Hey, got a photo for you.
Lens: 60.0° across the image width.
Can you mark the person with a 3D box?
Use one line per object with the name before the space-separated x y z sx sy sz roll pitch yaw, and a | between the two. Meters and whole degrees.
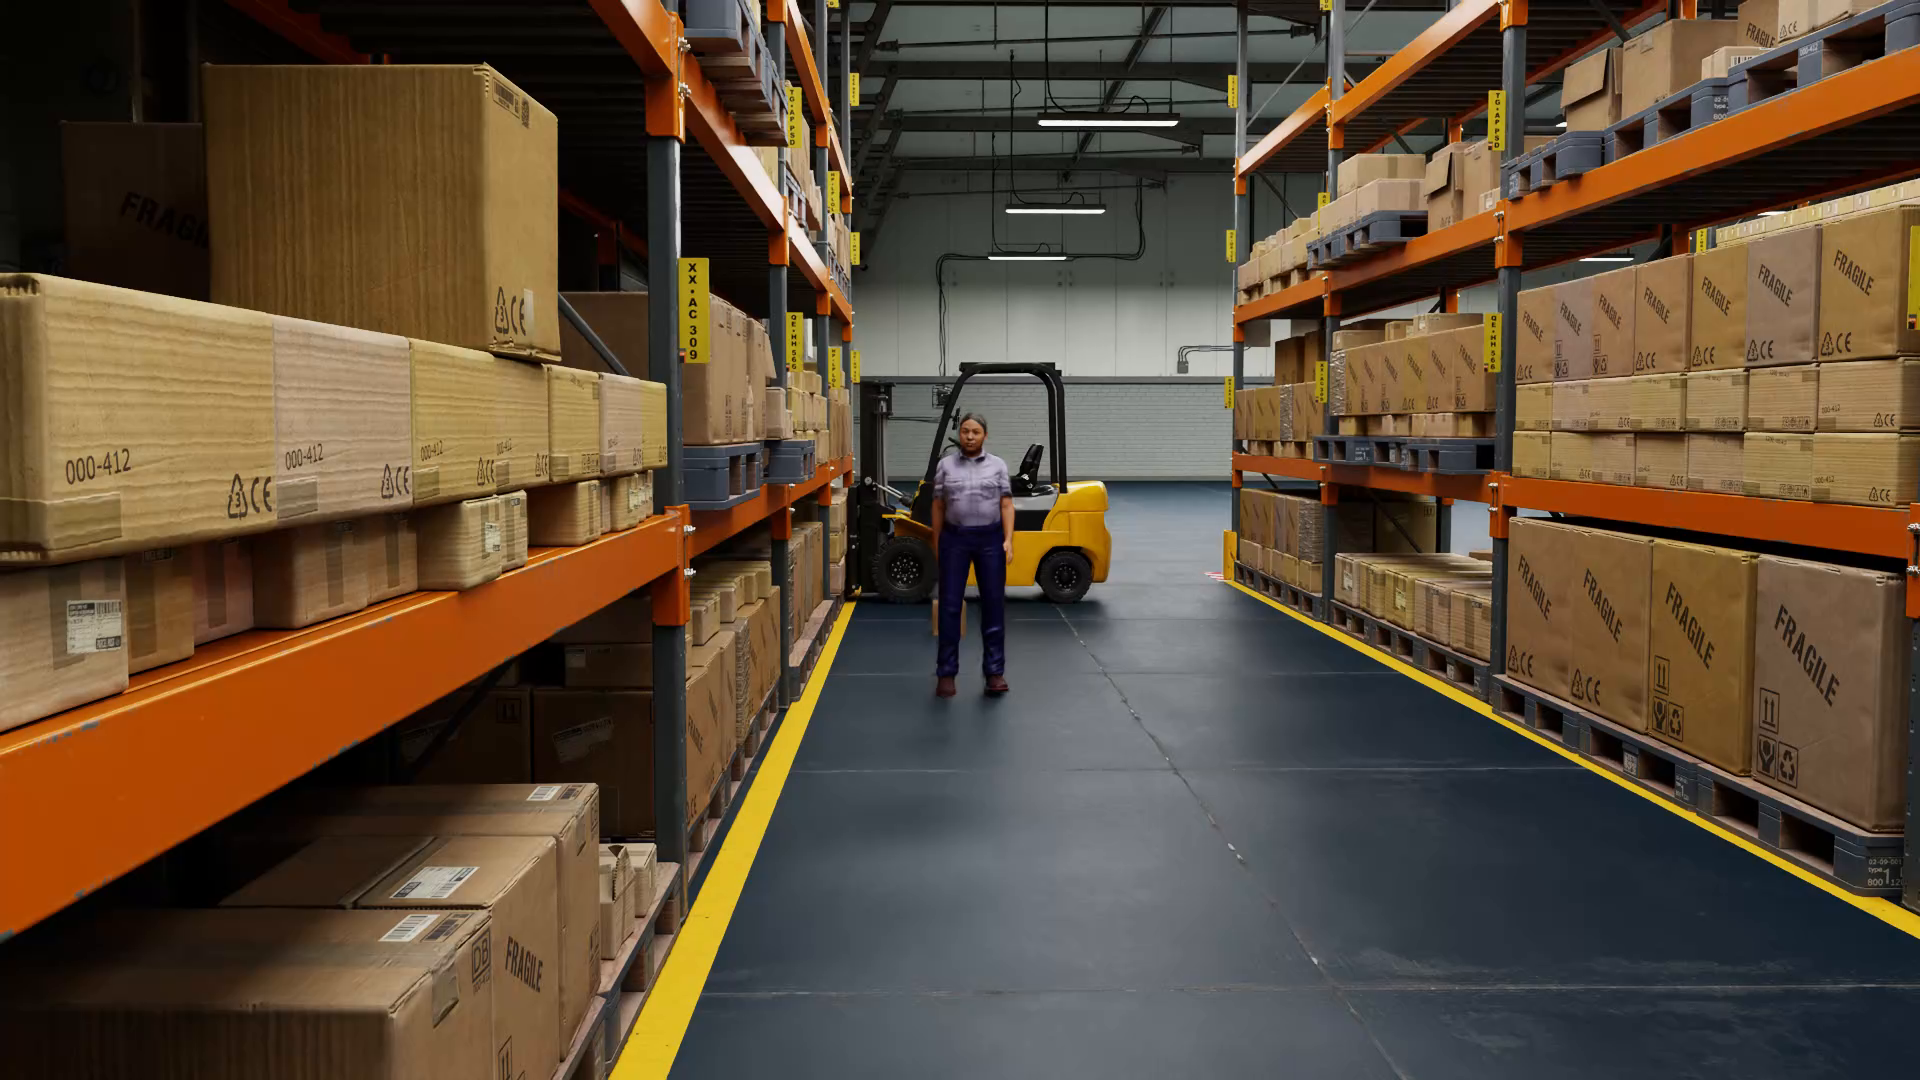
person | 0.081 0.075 9.865 0.493 1.672 0.437 0 4 -4
